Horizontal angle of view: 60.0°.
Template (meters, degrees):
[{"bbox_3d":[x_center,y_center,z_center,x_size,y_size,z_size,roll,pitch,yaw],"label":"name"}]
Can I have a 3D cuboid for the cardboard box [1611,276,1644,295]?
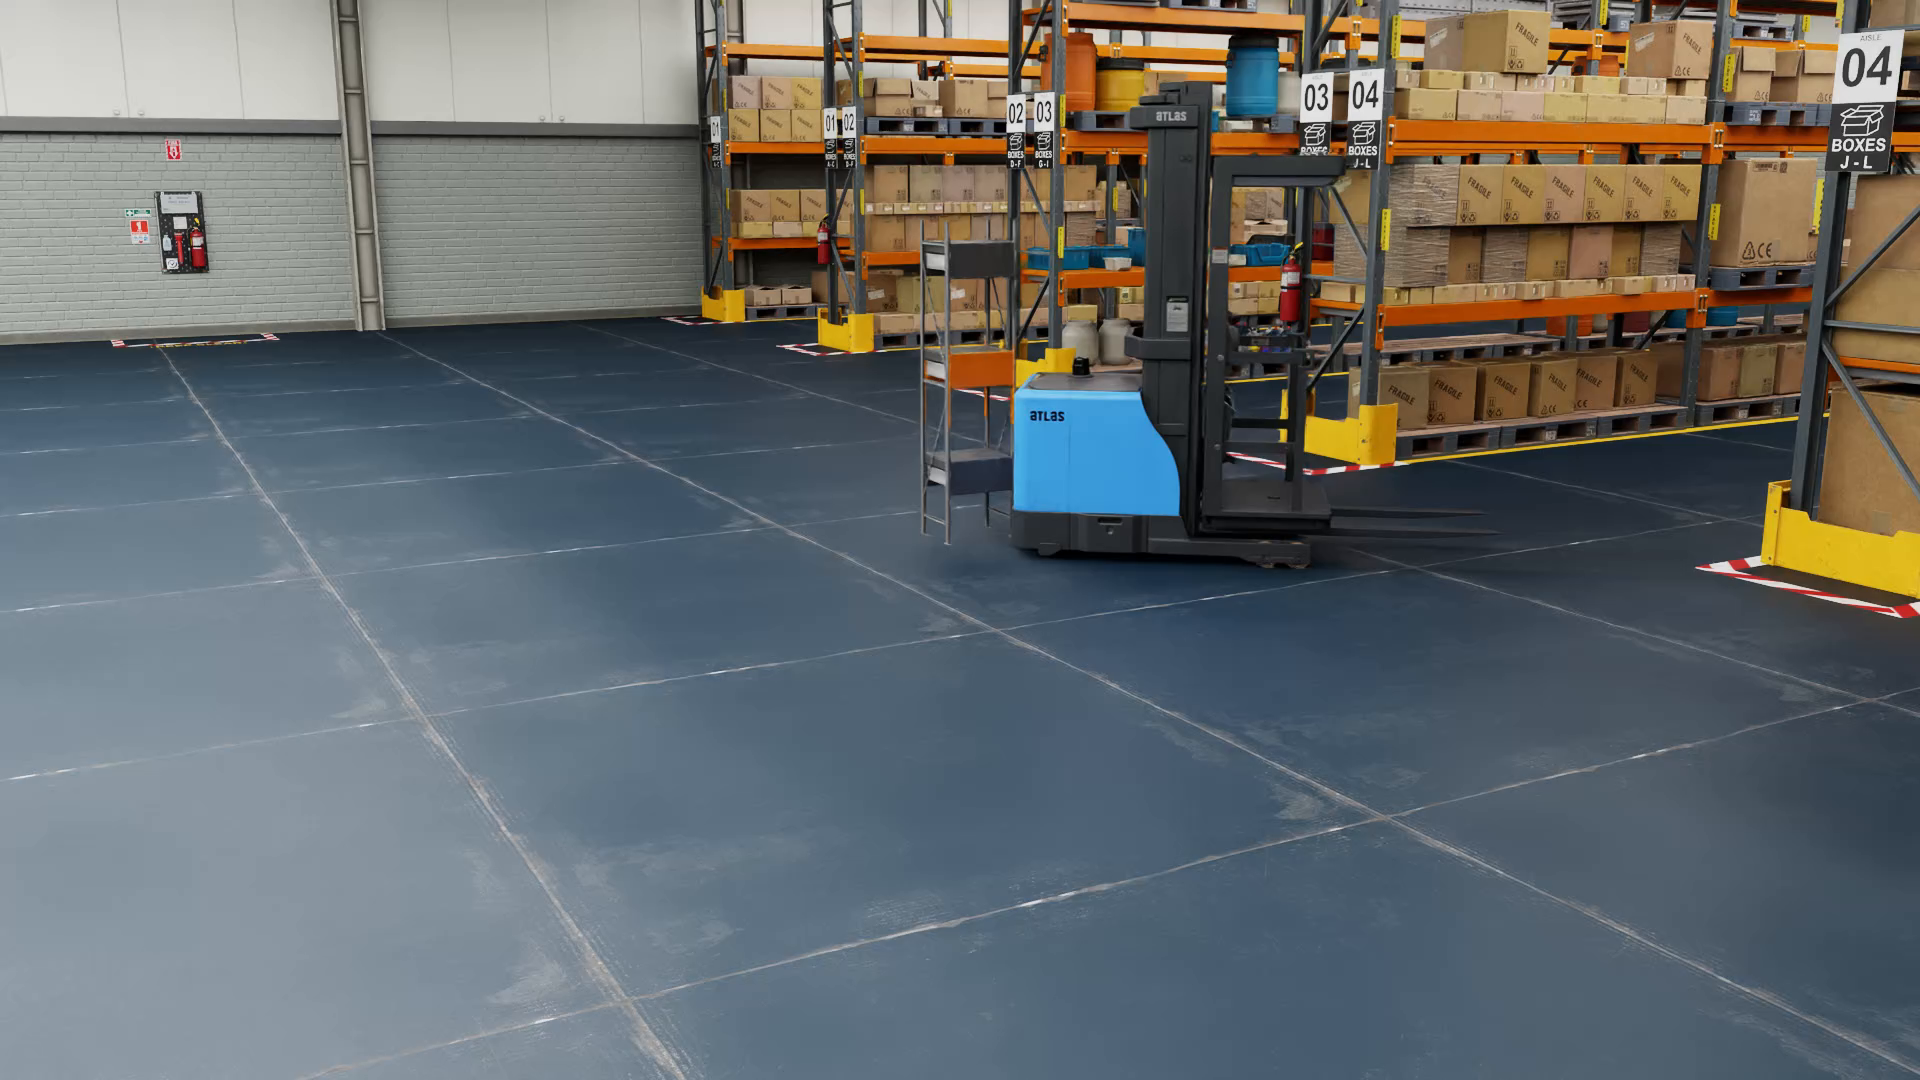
[{"bbox_3d":[6.017,-2.334,15.222,0.250,0.149,0.380,-7,14,-28],"label":"cardboard box"}]

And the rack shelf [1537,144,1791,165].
[{"bbox_3d":[9.597,-5.321,22.728,4.000,0.370,1.077,-7,14,-28],"label":"rack shelf"}]

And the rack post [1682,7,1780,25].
[{"bbox_3d":[10.598,-7.227,22.896,0.954,0.300,0.937,-7,15,-29],"label":"rack post"}]

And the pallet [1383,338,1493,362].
[{"bbox_3d":[6.073,-2.436,21.455,1.213,0.211,1.003,-7,14,-28],"label":"pallet"}]

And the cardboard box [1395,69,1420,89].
[{"bbox_3d":[3.545,-3.771,13.637,0.250,0.149,0.380,-7,14,-28],"label":"cardboard box"}]

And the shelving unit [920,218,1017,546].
[{"bbox_3d":[0.053,-1.047,10.978,0.503,2.100,0.431,-6,14,-26],"label":"shelving unit"}]

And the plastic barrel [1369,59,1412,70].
[{"bbox_3d":[5.247,-5.450,20.519,0.600,0.901,0.600,0,13,0],"label":"plastic barrel"}]

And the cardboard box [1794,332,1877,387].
[{"bbox_3d":[9.155,-1.904,17.428,0.500,0.500,0.700,-8,15,-33],"label":"cardboard box"}]

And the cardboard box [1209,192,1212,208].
[{"bbox_3d":[4.543,-6.218,30.957,0.500,0.500,0.500,-7,14,-28],"label":"cardboard box"}]

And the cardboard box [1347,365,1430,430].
[{"bbox_3d":[3.749,-1.250,14.569,0.500,0.500,0.500,-4,13,-17],"label":"cardboard box"}]

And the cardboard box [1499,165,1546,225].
[{"bbox_3d":[4.686,-2.993,14.396,0.500,0.500,0.500,-7,14,-28],"label":"cardboard box"}]

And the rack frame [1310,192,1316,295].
[{"bbox_3d":[6.605,-6.328,32.397,0.127,3.000,1.000,-7,14,-28],"label":"rack frame"}]

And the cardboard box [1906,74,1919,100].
[{"bbox_3d":[9.471,-4.645,16.721,0.500,0.500,0.500,-7,14,-28],"label":"cardboard box"}]

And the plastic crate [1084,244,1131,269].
[{"bbox_3d":[1.688,-3.262,19.109,0.408,0.251,0.499,-7,14,-28],"label":"plastic crate"}]

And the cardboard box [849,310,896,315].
[{"bbox_3d":[-1.222,-3.089,23.307,0.500,0.250,0.500,-7,14,-28],"label":"cardboard box"}]

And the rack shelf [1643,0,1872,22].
[{"bbox_3d":[8.459,-5.214,16.332,4.000,0.370,1.077,-7,14,-28],"label":"rack shelf"}]

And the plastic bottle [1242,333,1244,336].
[{"bbox_3d":[3.379,-2.307,19.711,0.133,0.283,0.061,-7,14,-28],"label":"plastic bottle"}]

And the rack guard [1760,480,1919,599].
[{"bbox_3d":[5.459,-0.014,10.031,0.348,0.500,1.175,-7,14,-28],"label":"rack guard"}]

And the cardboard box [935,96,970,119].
[{"bbox_3d":[-0.178,-6.035,23.191,0.500,0.311,0.500,-5,14,-21],"label":"cardboard box"}]

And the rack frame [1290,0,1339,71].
[{"bbox_3d":[5.471,-7.880,25.629,0.127,3.000,1.000,-7,14,-28],"label":"rack frame"}]

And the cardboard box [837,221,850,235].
[{"bbox_3d":[-2.004,-5.155,27.481,0.500,0.250,0.500,-7,14,-27],"label":"cardboard box"}]

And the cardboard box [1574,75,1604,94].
[{"bbox_3d":[5.402,-3.978,14.556,0.250,0.149,0.380,-6,14,-25],"label":"cardboard box"}]

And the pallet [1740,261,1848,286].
[{"bbox_3d":[8.496,-2.734,16.863,1.213,0.211,1.003,-7,14,-28],"label":"pallet"}]

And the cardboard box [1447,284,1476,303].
[{"bbox_3d":[4.222,-2.140,14.359,0.250,0.149,0.380,-7,14,-28],"label":"cardboard box"}]

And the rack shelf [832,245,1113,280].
[{"bbox_3d":[0.205,-3.971,23.561,4.000,0.370,1.077,-7,14,-28],"label":"rack shelf"}]

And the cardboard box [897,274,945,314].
[{"bbox_3d":[-0.536,-3.408,23.017,0.500,0.500,0.500,-7,14,-28],"label":"cardboard box"}]

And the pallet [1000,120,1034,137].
[{"bbox_3d":[1.224,-5.858,23.677,1.213,0.211,1.003,-7,14,-28],"label":"pallet"}]

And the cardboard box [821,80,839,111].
[{"bbox_3d":[-2.313,-7.330,27.465,0.500,0.500,0.500,-7,14,-28],"label":"cardboard box"}]

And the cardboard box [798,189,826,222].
[{"bbox_3d":[-2.470,-5.464,27.144,0.500,0.500,0.500,-7,15,-30],"label":"cardboard box"}]

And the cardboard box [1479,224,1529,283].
[{"bbox_3d":[4.529,-2.569,14.786,0.500,0.500,0.875,-7,14,-28],"label":"cardboard box"}]

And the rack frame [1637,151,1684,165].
[{"bbox_3d":[12.493,-5.795,30.027,0.127,3.000,1.000,-7,14,-28],"label":"rack frame"}]

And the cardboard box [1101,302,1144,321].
[{"bbox_3d":[2.433,-3.391,24.650,0.500,0.250,0.500,-7,15,-29],"label":"cardboard box"}]

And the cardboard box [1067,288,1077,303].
[{"bbox_3d":[1.403,-3.773,24.642,0.500,0.500,0.500,-7,14,-28],"label":"cardboard box"}]

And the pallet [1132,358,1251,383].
[{"bbox_3d":[2.649,-2.025,19.628,1.213,0.211,1.003,-7,14,-28],"label":"pallet"}]

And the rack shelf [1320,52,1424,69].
[{"bbox_3d":[7.226,-7.544,26.686,4.000,0.370,1.077,-7,14,-28],"label":"rack shelf"}]

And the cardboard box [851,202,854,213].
[{"bbox_3d":[-1.307,-4.554,22.807,0.250,0.149,0.380,-7,15,-29],"label":"cardboard box"}]

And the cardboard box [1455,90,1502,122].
[{"bbox_3d":[4.189,-3.649,14.000,0.500,0.250,0.500,-7,15,-29],"label":"cardboard box"}]

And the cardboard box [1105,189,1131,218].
[{"bbox_3d":[2.686,-6.120,30.240,0.500,0.500,0.700,-9,15,-34],"label":"cardboard box"}]

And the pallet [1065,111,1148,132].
[{"bbox_3d":[1.592,-4.596,18.299,1.213,0.211,1.003,-7,14,-28],"label":"pallet"}]

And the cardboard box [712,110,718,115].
[{"bbox_3d":[-3.683,-6.681,26.857,0.500,0.500,0.500,-6,14,-24],"label":"cardboard box"}]

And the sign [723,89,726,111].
[{"bbox_3d":[-3.668,-6.851,25.898,0.005,0.325,0.100,-7,14,-28],"label":"sign"}]

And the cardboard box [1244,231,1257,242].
[{"bbox_3d":[4.379,-4.686,25.670,0.250,0.149,0.380,-6,14,-24],"label":"cardboard box"}]

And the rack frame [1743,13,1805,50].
[{"bbox_3d":[11.352,-7.346,23.255,0.127,3.000,1.000,-7,14,-28],"label":"rack frame"}]

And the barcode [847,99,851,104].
[{"bbox_3d":[-1.517,-5.983,22.709,0.075,0.075,0.001,-7,14,-28],"label":"barcode"}]

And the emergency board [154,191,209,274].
[{"bbox_3d":[-11.181,-4.422,23.928,0.643,1.169,0.194,-7,14,-28],"label":"emergency board"}]

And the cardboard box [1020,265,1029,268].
[{"bbox_3d":[1.118,-4.672,29.730,0.500,0.500,0.700,-7,14,-27],"label":"cardboard box"}]

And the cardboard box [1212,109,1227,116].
[{"bbox_3d":[3.668,-6.317,24.900,0.500,0.250,0.500,-8,15,-33],"label":"cardboard box"}]

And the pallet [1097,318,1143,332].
[{"bbox_3d":[2.588,-3.257,25.101,1.213,0.211,1.003,-7,14,-28],"label":"pallet"}]

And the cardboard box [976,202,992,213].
[{"bbox_3d":[0.246,-4.638,23.182,0.250,0.149,0.380,-7,14,-27],"label":"cardboard box"}]

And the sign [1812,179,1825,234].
[{"bbox_3d":[5.232,-2.022,10.086,0.005,0.325,0.100,-7,14,-28],"label":"sign"}]

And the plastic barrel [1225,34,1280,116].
[{"bbox_3d":[3.405,-5.406,19.370,0.708,0.901,0.600,-7,14,-28],"label":"plastic barrel"}]

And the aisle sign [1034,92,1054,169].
[{"bbox_3d":[0.896,-4.361,17.734,0.004,0.787,0.394,-7,14,-28],"label":"aisle sign"}]

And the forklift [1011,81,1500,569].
[{"bbox_3d":[1.889,-1.375,10.541,3.031,2.935,1.130,2,13,8],"label":"forklift"}]

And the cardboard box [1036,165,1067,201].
[{"bbox_3d":[1.131,-5.113,23.814,0.500,0.500,0.700,-7,14,-28],"label":"cardboard box"}]
